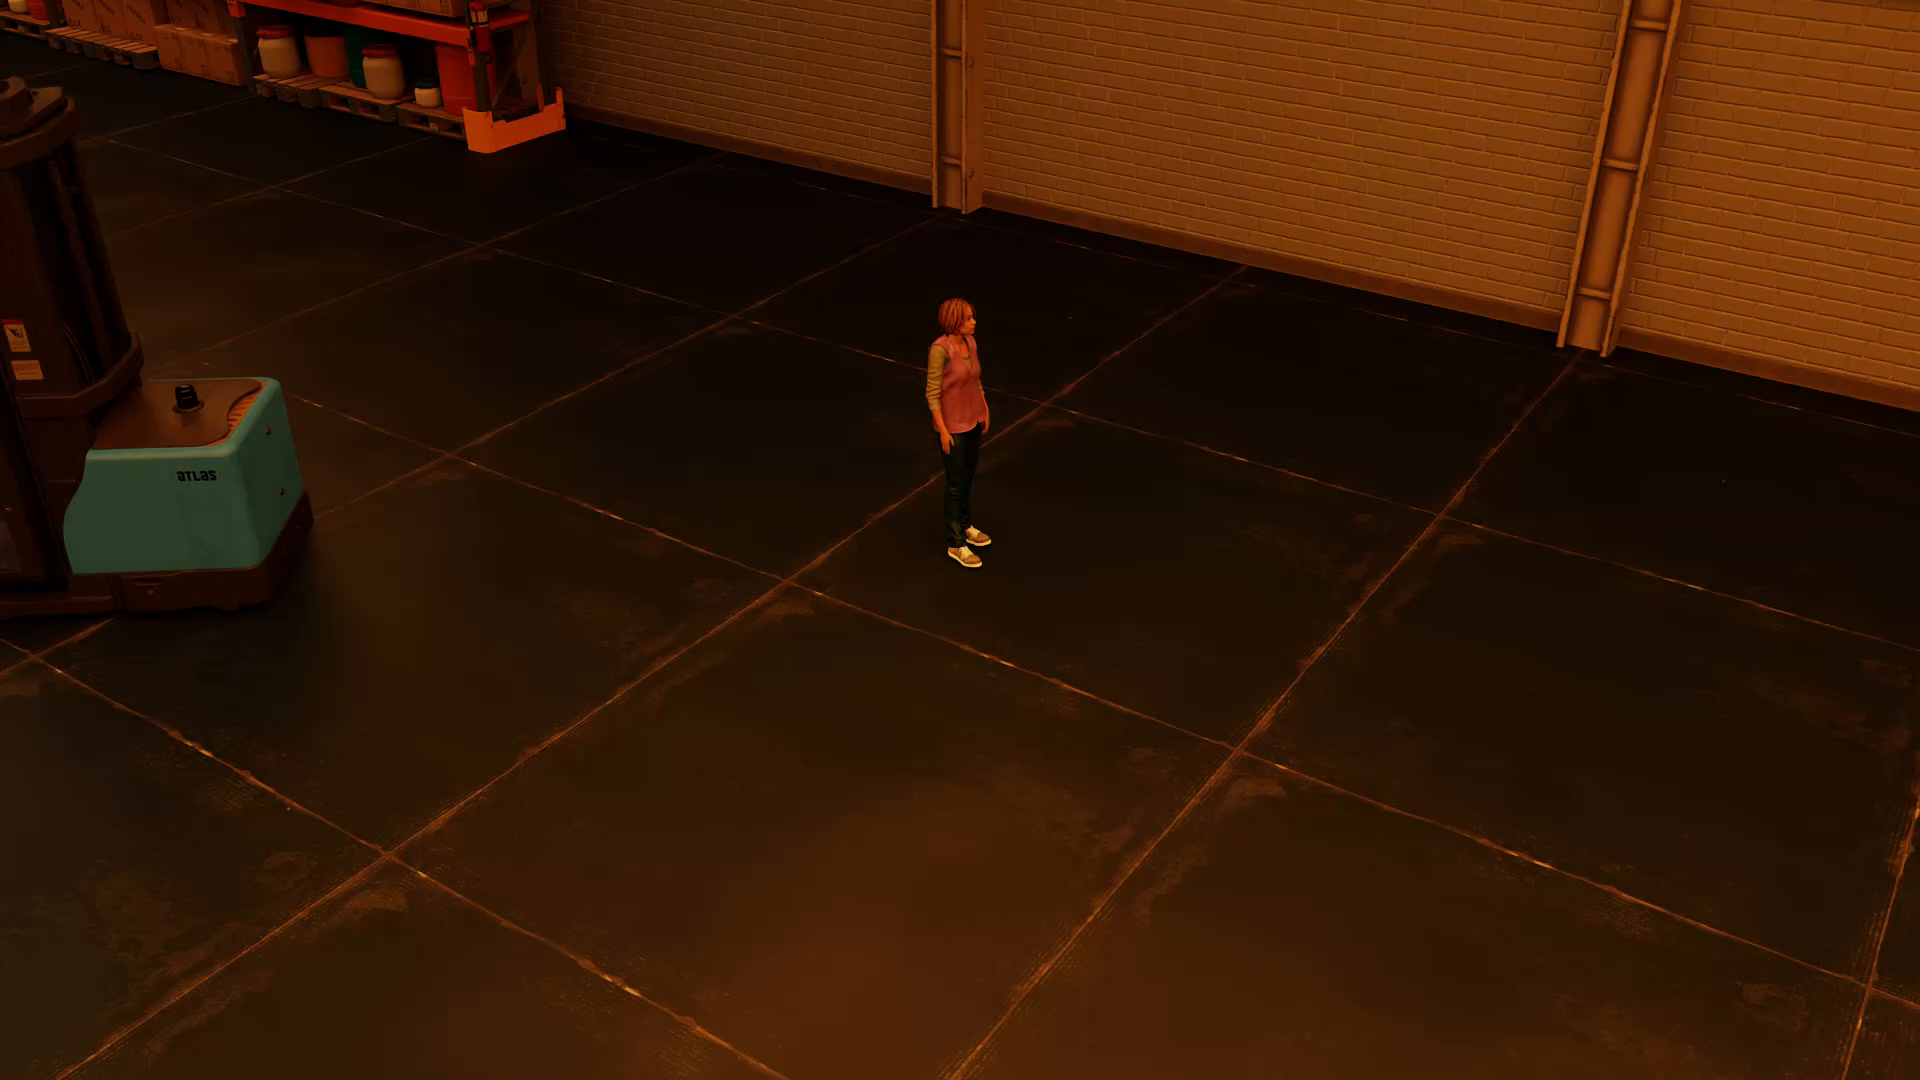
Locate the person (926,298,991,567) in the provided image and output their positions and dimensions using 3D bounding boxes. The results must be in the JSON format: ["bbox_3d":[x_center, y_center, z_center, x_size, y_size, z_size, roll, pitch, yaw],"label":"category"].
[{"bbox_3d":[0.053,-0.671,10.050,0.476,1.597,0.520,19,35,29],"label":"person"}]

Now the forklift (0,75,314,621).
[{"bbox_3d":[-5.578,-1.044,9.379,3.031,2.935,1.130,-2,30,-3],"label":"forklift"}]
